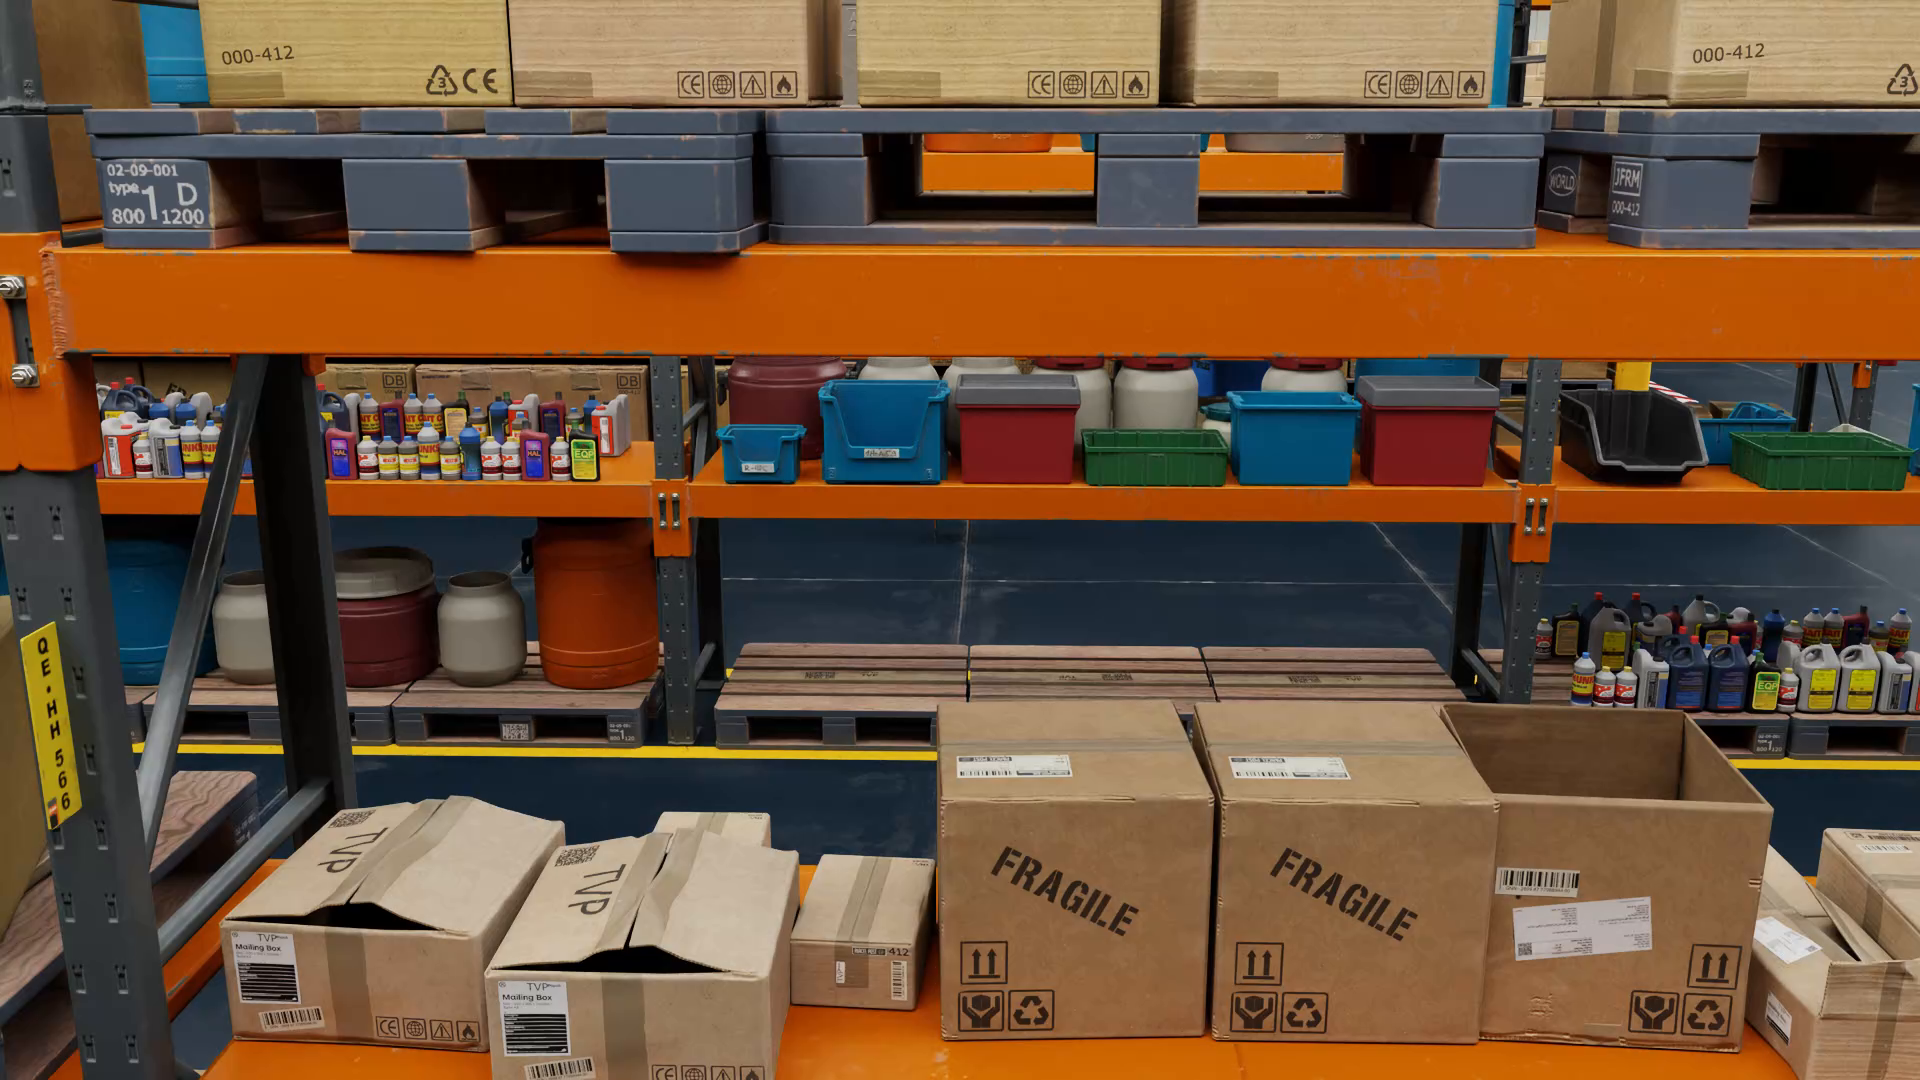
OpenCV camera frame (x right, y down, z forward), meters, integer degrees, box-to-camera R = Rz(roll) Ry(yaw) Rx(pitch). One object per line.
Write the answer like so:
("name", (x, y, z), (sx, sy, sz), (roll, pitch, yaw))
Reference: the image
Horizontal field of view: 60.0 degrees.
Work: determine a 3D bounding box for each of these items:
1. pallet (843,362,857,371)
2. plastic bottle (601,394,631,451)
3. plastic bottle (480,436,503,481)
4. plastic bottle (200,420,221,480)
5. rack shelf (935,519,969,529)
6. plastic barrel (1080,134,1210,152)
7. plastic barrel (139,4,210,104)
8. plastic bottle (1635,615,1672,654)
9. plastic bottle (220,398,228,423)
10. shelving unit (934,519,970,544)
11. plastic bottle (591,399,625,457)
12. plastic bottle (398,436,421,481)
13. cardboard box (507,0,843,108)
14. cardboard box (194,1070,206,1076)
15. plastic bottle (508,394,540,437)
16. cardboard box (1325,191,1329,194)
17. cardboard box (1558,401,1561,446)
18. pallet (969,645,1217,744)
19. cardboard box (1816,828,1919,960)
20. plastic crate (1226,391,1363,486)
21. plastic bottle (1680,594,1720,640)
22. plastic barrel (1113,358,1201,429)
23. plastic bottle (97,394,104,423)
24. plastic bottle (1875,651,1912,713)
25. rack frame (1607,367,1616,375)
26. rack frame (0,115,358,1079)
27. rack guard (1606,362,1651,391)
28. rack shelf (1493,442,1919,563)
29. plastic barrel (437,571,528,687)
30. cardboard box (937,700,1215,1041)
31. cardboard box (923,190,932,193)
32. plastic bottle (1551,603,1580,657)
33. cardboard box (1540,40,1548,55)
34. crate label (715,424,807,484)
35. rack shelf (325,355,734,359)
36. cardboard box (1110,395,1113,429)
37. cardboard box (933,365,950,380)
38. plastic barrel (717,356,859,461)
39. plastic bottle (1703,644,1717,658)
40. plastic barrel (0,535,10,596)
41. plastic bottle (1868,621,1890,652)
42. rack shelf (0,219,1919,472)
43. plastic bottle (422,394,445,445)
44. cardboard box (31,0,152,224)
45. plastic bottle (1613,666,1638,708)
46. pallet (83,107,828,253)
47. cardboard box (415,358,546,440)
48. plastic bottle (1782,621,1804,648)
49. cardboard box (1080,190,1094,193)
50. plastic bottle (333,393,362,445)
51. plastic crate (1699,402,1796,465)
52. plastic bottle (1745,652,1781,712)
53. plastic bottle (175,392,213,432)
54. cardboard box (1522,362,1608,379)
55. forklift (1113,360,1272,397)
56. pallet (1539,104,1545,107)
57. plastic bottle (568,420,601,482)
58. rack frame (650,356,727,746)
("pallet", (-1.766, -1.763, 18.109), (1.213, 0.211, 1.003), (0, 15, 1))
("plastic bottle", (-1.764, -0.604, 8.492), (0.135, 0.276, 0.152), (0, 15, 1))
("plastic bottle", (-2.198, -0.384, 7.805), (0.097, 0.201, 0.097), (0, 15, 0))
("plastic bottle", (-3.515, -0.426, 7.829), (0.097, 0.271, 0.097), (0, 15, 0))
("rack shelf", (-0.053, -0.229, 11.781), (0.240, 0.259, 0.215), (0, 15, 1))
("plastic barrel", (0.838, -2.202, 7.443), (0.708, 0.901, 0.600), (0, 15, 1))
("plastic barrel", (-3.628, -2.528, 7.858), (0.708, 0.901, 0.600), (0, 15, 1))
("plastic bottle", (3.524, 0.521, 8.460), (0.135, 0.276, 0.152), (0, 15, 1))
("plastic bottle", (-3.685, -0.582, 8.420), (0.097, 0.271, 0.097), (0, 15, 0))
("shelving unit", (-0.053, -0.508, 11.707), (0.252, 1.050, 0.215), (0, 15, 1))
("plastic bottle", (-1.768, -0.565, 8.345), (0.135, 0.276, 0.152), (0, 15, 1))
("plastic bottle", (-2.587, -0.387, 7.815), (0.097, 0.201, 0.097), (0, 15, 0))
("cardboard box", (-0.490, -0.909, 2.996), (0.500, 0.250, 0.500), (1, 15, 3))
("cardboard box", (-1.918, 1.605, 3.916), (0.500, 0.500, 0.500), (1, 15, 4))
("plastic bottle", (-2.226, -0.607, 8.504), (0.135, 0.276, 0.152), (0, 15, 1))
("cardboard box", (3.934, -3.690, 17.534), (0.550, 0.550, 0.875), (0, 15, 1))
("cardboard box", (4.937, -0.796, 13.056), (0.500, 0.500, 0.500), (2, 15, 7))
("pallet", (0.650, 0.793, 8.420), (1.213, 0.211, 1.003), (0, 15, 1))
("cardboard box", (2.036, 0.791, 3.256), (0.500, 0.250, 0.500), (1, 15, 5))
("plastic crate", (1.548, -0.473, 7.783), (0.575, 0.384, 0.392), (0, 15, 1))
("plastic bottle", (3.825, 0.450, 8.586), (0.185, 0.351, 0.144), (0, 15, 1))
("plastic barrel", (0.975, -0.685, 8.291), (0.433, 0.535, 0.433), (0, 15, 0))
("plastic bottle", (-4.415, -0.622, 8.413), (0.185, 0.351, 0.144), (0, 15, 1))
("plastic bottle", (4.421, 0.668, 7.905), (0.135, 0.276, 0.152), (0, 15, 0))
("rack frame", (7.012, -3.054, 17.535), (0.127, 3.000, 1.000), (0, 15, 1))
("rack frame", (-1.470, 0.684, 3.366), (0.127, 3.000, 1.000), (0, 15, 1))
("rack guard", (7.036, -1.845, 17.854), (0.348, 0.500, 1.175), (0, 15, 1))
("rack shelf", (4.659, -0.192, 8.097), (4.000, 0.370, 1.077), (0, 15, 1))
("plastic barrel", (-2.396, 0.441, 8.340), (0.421, 0.512, 0.421), (0, 15, 0))
("cardboard box", (0.208, 0.643, 3.327), (0.500, 0.500, 0.500), (0, 15, -2))
("cardboard box", (-0.537, -3.632, 17.572), (0.500, 0.500, 0.700), (0, 15, 1))
("plastic bottle", (3.149, 0.467, 8.652), (0.133, 0.283, 0.061), (1, 15, 4))
("cardboard box", (5.902, -4.940, 16.716), (0.250, 0.149, 0.380), (1, 15, 2))
("crate label", (-0.928, -0.399, 7.802), (0.416, 0.233, 0.303), (0, 15, 1))
("rack shelf", (-3.212, -1.507, 13.082), (4.000, 0.370, 1.077), (0, 15, 1))
("cardboard box", (1.137, -0.841, 13.184), (0.500, 0.500, 0.700), (-1, 15, -3))
("cardboard box", (-0.012, -1.211, 13.117), (0.500, 0.250, 0.500), (2, 15, 8))
("plastic barrel", (-0.868, -0.719, 8.417), (0.708, 0.536, 0.600), (0, 15, 1))
("plastic bottle", (3.604, 0.635, 8.039), (0.097, 0.271, 0.097), (0, 15, 0))
("plastic barrel", (-4.795, 0.215, 8.436), (0.708, 0.901, 0.600), (0, 15, 1))
("plastic bottle", (4.750, 0.522, 8.605), (0.097, 0.201, 0.097), (0, 15, 0))
("rack shelf", (0.530, -0.405, 3.025), (4.000, 0.370, 1.077), (0, 15, 1))
("plastic bottle", (-2.706, -0.615, 8.543), (0.097, 0.271, 0.097), (0, 15, 0))
("cardboard box", (-1.907, -0.808, 2.948), (0.500, 0.500, 0.910), (0, 15, 1))
("plastic bottle", (3.170, 0.703, 7.919), (0.097, 0.201, 0.097), (0, 15, 0))
("pallet", (-0.789, -0.693, 3.077), (1.003, 0.211, 1.213), (1, 15, 4))
("cardboard box", (-3.678, -1.039, 13.239), (0.875, 0.875, 1.225), (0, 15, -1))
("plastic bottle", (4.312, 0.519, 8.616), (0.097, 0.201, 0.097), (0, 15, 0))
("cardboard box", (1.497, -3.620, 17.524), (0.500, 0.500, 0.700), (0, 15, 2))
("plastic bottle", (-3.150, -0.613, 8.527), (0.135, 0.276, 0.152), (0, 15, 1))
("plastic crate", (3.772, -0.543, 8.309), (0.616, 0.251, 0.499), (0, 15, 1))
("plastic bottle", (3.808, 0.672, 7.875), (0.133, 0.283, 0.061), (1, 15, 4))
("plastic bottle", (-3.932, -0.618, 8.546), (0.135, 0.276, 0.152), (0, 15, 1))
("cardboard box", (6.332, -2.217, 17.706), (0.875, 0.875, 0.875), (0, 15, 2))
("forklift", (1.987, -2.317, 14.877), (1.130, 2.935, 3.031), (-6, 16, -22))
("pallet", (3.383, -1.932, 7.773), (1.003, 0.211, 1.213), (0, 15, 1))
("plastic bottle", (-1.755, -0.416, 7.766), (0.133, 0.283, 0.061), (0, 15, 1))
("rack frame", (-1.340, -0.579, 8.153), (0.127, 3.000, 1.000), (0, 15, 1))
